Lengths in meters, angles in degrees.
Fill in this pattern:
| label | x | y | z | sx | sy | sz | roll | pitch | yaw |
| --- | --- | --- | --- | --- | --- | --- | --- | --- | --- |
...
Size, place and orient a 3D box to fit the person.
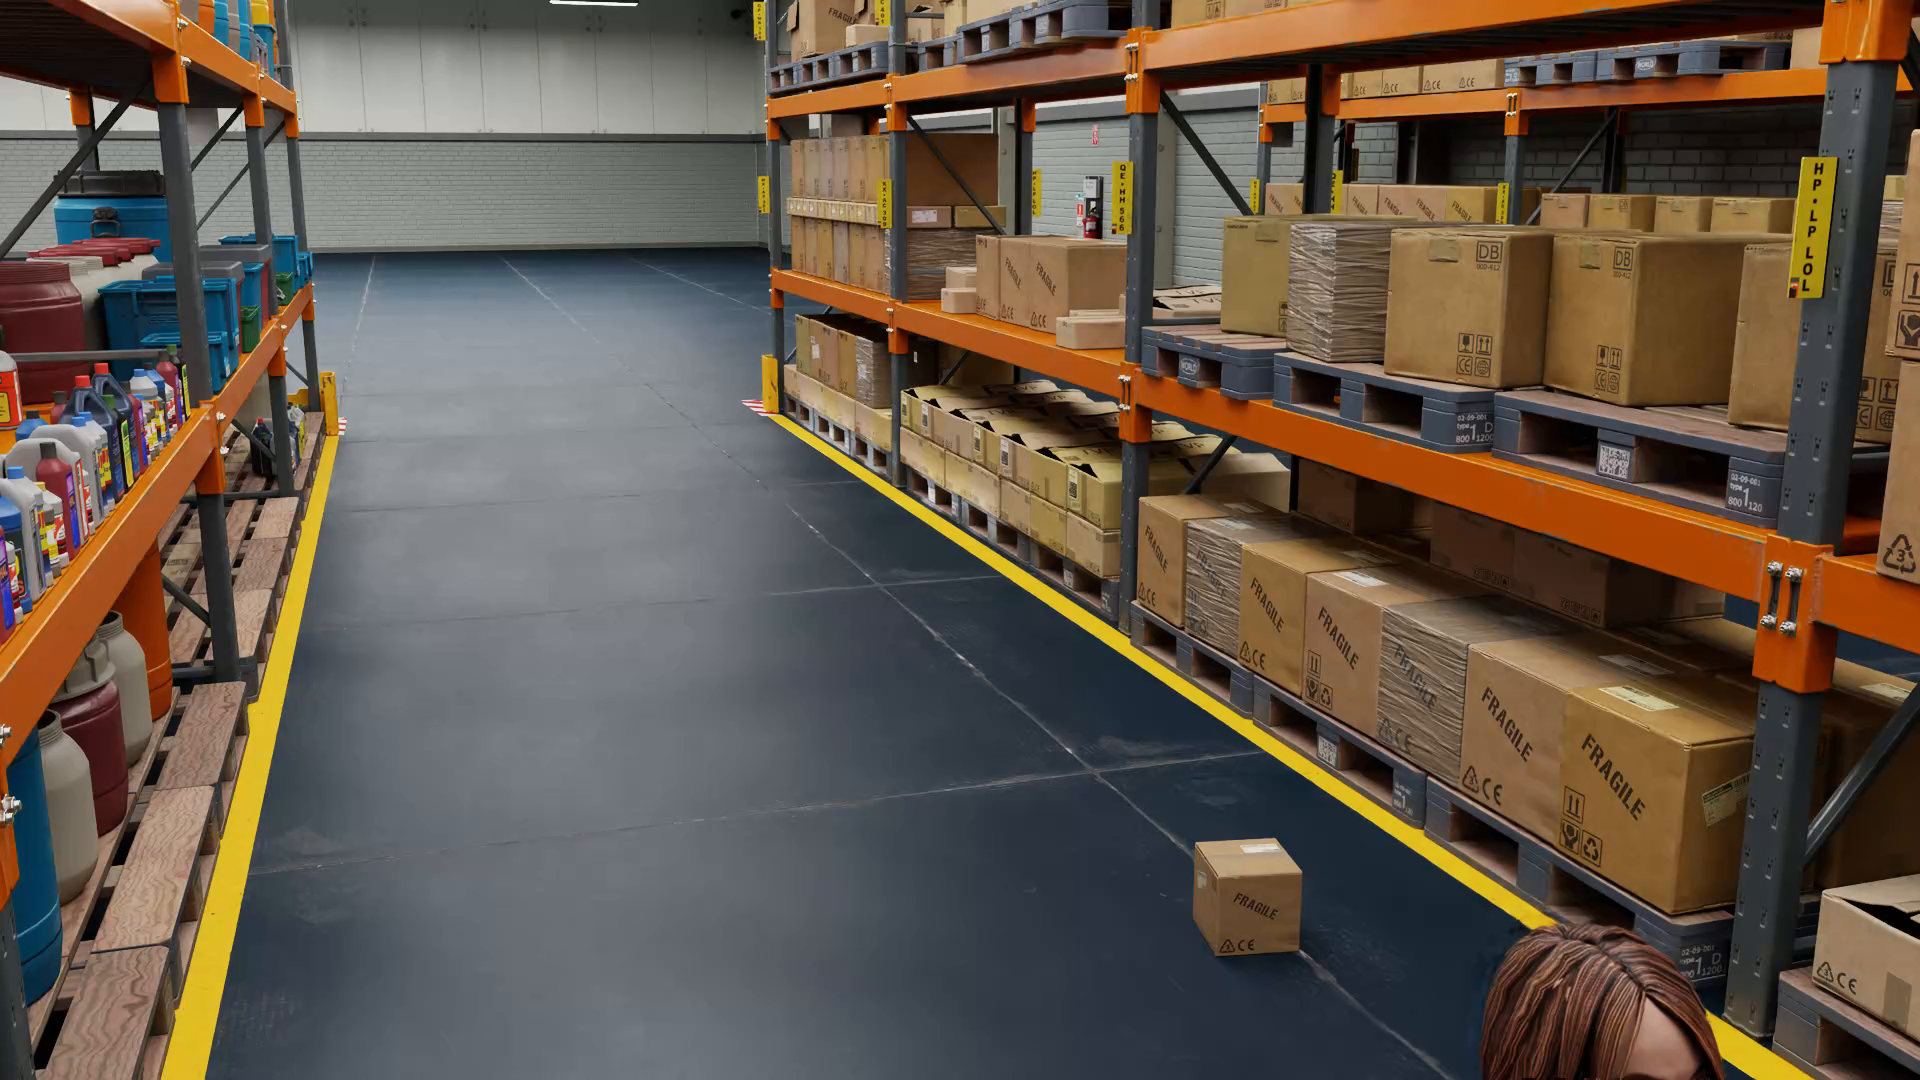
| label | x | y | z | sx | sy | sz | roll | pitch | yaw |
| --- | --- | --- | --- | --- | --- | --- | --- | --- | --- |
| person | 0.559 | 1.105 | 1.526 | 0.410 | 1.535 | 0.938 | 0 | 13 | -1 |
